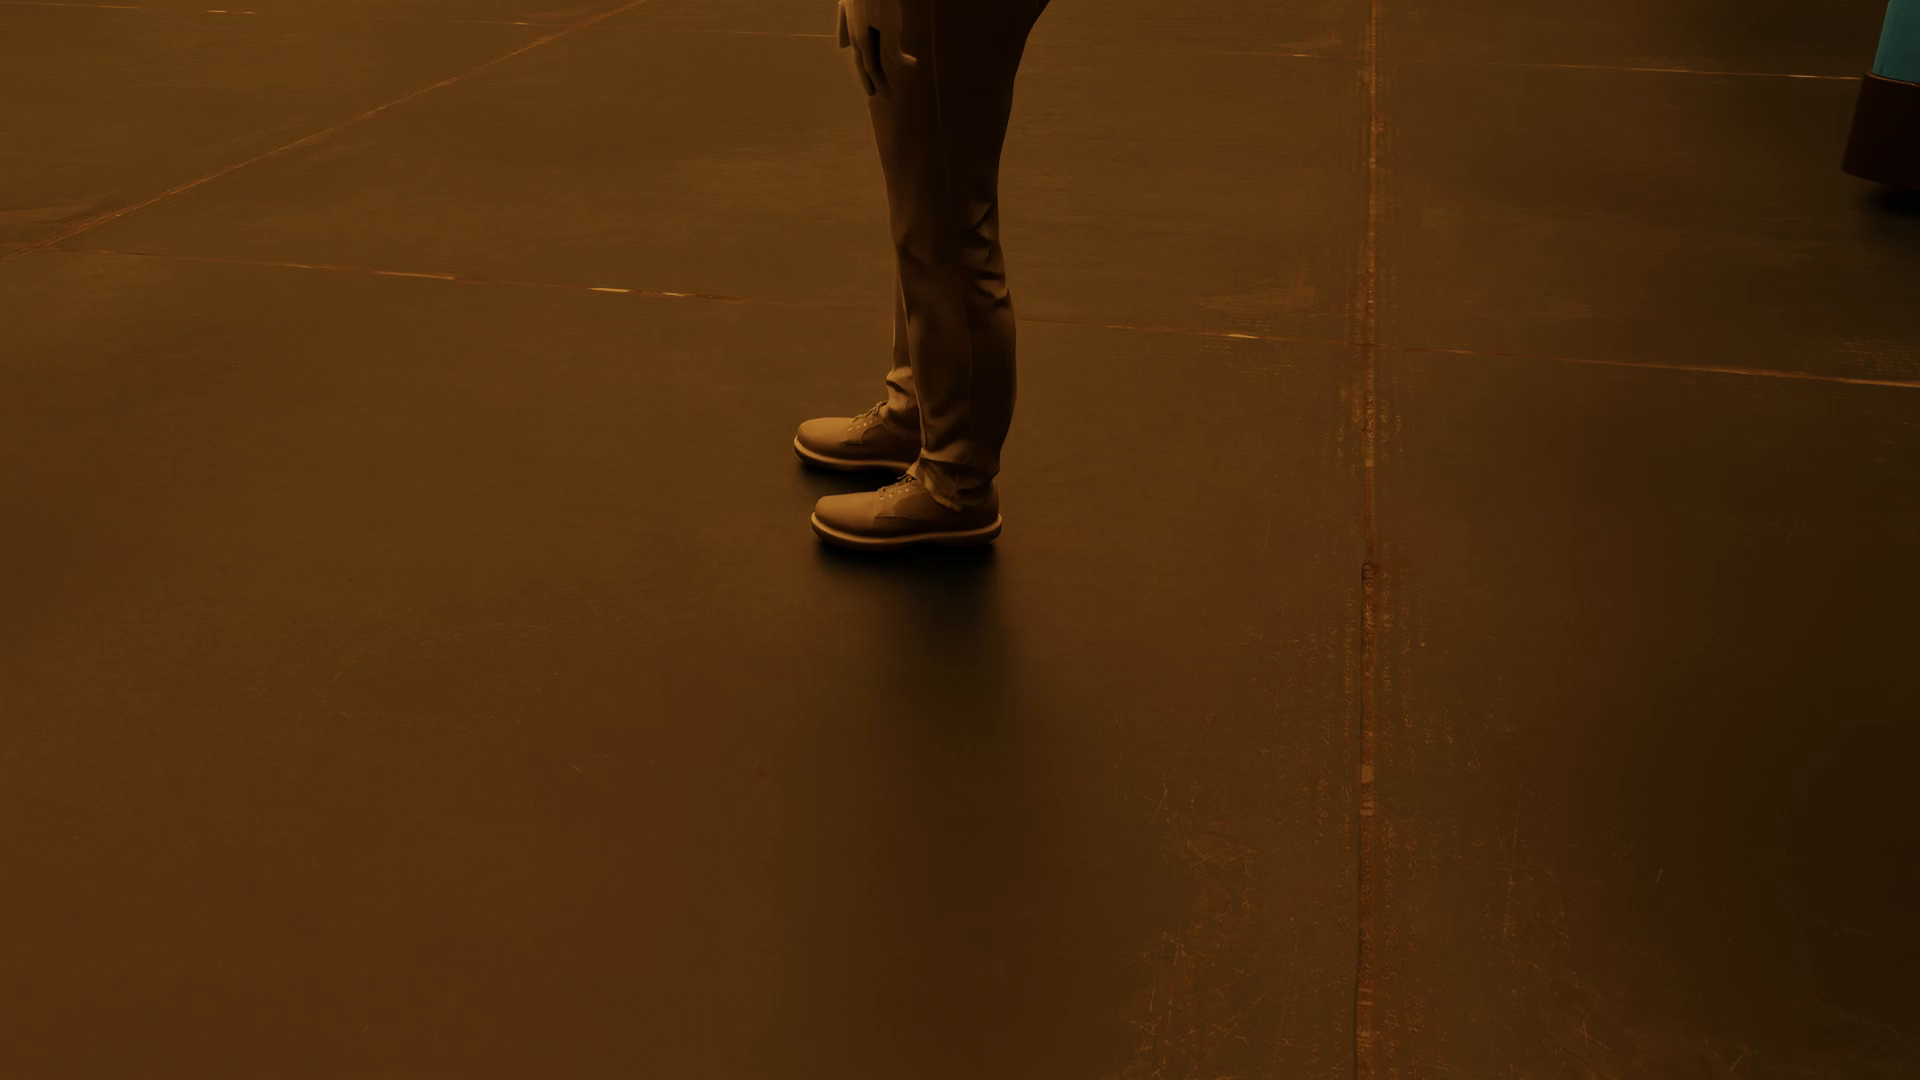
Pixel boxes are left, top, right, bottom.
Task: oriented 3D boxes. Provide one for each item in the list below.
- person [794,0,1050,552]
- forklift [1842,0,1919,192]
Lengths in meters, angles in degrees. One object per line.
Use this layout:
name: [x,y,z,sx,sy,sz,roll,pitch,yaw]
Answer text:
person: [-0.065,-0.773,2.134,0.531,1.695,0.587,6,27,11]
forklift: [3.753,-2.321,3.847,3.031,2.935,1.130,-15,30,-27]
